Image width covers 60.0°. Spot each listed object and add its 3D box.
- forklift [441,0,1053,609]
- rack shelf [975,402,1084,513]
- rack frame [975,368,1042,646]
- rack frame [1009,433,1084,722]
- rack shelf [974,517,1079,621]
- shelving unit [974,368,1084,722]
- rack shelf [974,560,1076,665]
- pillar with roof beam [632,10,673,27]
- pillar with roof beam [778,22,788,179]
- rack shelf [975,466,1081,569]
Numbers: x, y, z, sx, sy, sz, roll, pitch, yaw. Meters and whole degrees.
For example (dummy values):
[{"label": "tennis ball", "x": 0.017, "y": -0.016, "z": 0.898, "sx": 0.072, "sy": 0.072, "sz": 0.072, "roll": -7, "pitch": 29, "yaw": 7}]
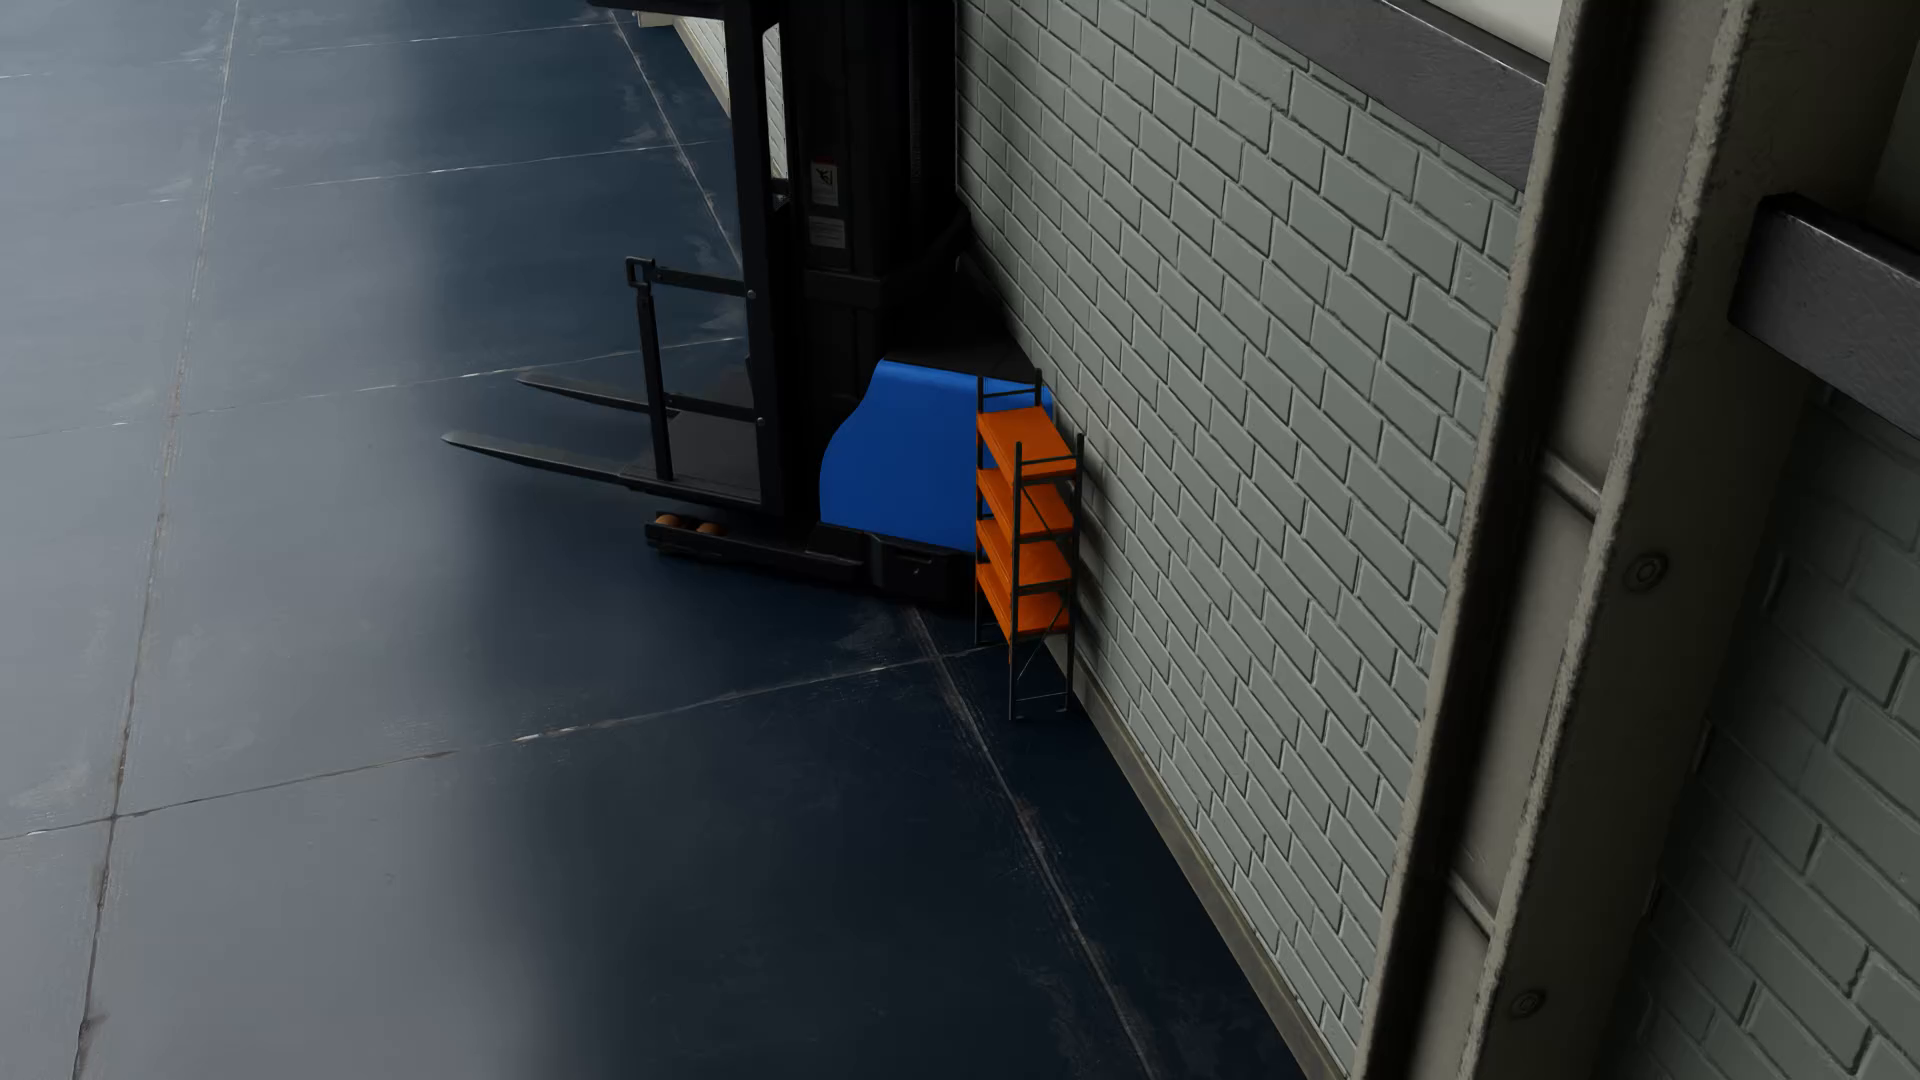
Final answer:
[{"label": "forklift", "x": -0.820, "y": -1.387, "z": 6.690, "sx": 3.031, "sy": 2.935, "sz": 1.130, "roll": 11, "pitch": 35, "yaw": 17}, {"label": "rack shelf", "x": 0.240, "y": -0.299, "z": 5.902, "sx": 0.258, "sy": 0.148, "sz": 0.480, "roll": -8, "pitch": 34, "yaw": -12}, {"label": "rack frame", "x": 0.178, "y": -0.101, "z": 6.315, "sx": 0.240, "sy": 1.200, "sz": 0.015, "roll": -8, "pitch": 34, "yaw": -12}, {"label": "rack frame", "x": 0.302, "y": 0.159, "z": 5.921, "sx": 0.240, "sy": 1.200, "sz": 0.015, "roll": -8, "pitch": 34, "yaw": -12}, {"label": "rack shelf", "x": 0.240, "y": 0.085, "z": 6.155, "sx": 0.258, "sy": 0.148, "sz": 0.480, "roll": -8, "pitch": 34, "yaw": -12}, {"label": "shelving unit", "x": 0.240, "y": 0.029, "z": 6.118, "sx": 0.258, "sy": 1.200, "sz": 0.503, "roll": -8, "pitch": 34, "yaw": -12}, {"label": "rack shelf", "x": 0.240, "y": 0.250, "z": 6.265, "sx": 0.258, "sy": 0.148, "sz": 0.480, "roll": -8, "pitch": 34, "yaw": -12}, {"label": "pillar with roof beam", "x": -6.630, "y": -7.348, "z": 10.207, "sx": 9.100, "sy": 9.000, "sz": 0.400, "roll": -10, "pitch": 35, "yaw": -15}, {"label": "pillar with roof beam", "x": -4.800, "y": -4.197, "z": 5.440, "sx": 9.100, "sy": 9.000, "sz": 0.400, "roll": -10, "pitch": 35, "yaw": -15}, {"label": "rack shelf", "x": 0.240, "y": -0.102, "z": 6.032, "sx": 0.258, "sy": 0.148, "sz": 0.480, "roll": -8, "pitch": 34, "yaw": -12}]
